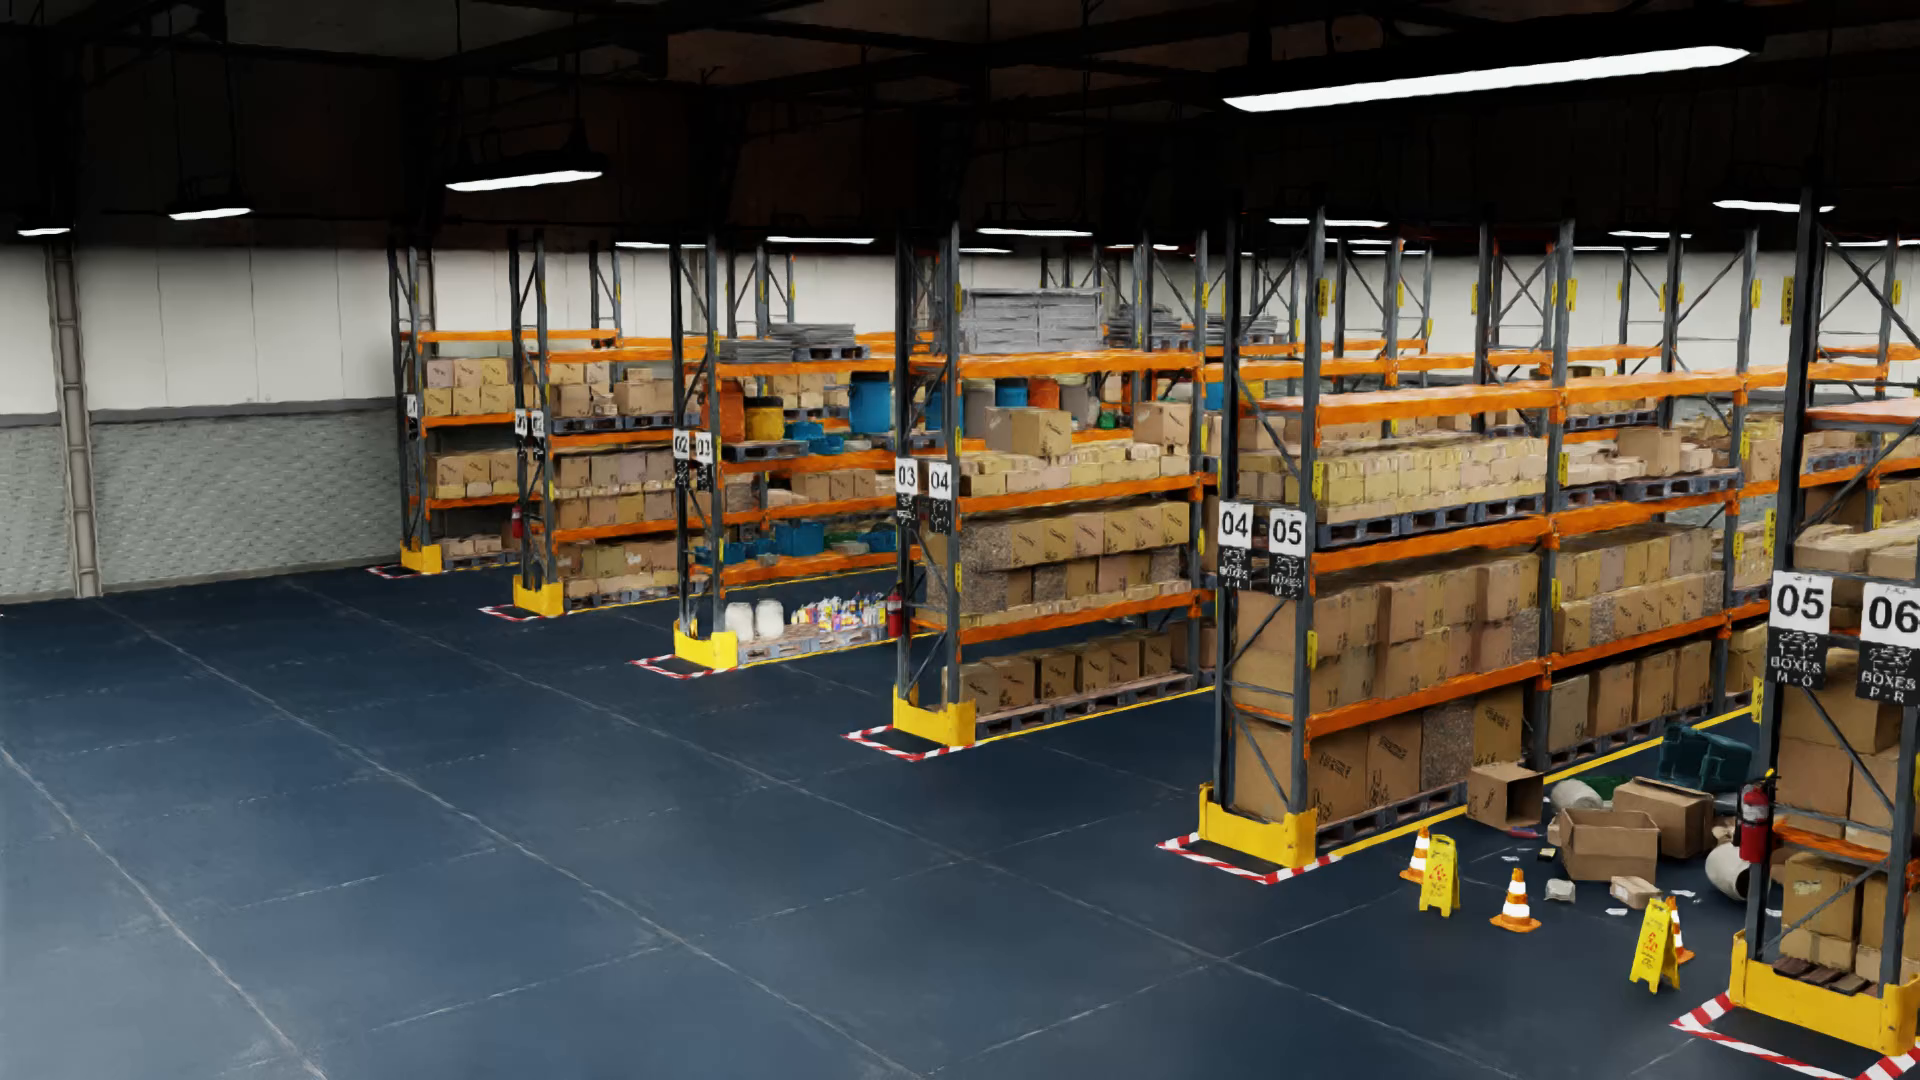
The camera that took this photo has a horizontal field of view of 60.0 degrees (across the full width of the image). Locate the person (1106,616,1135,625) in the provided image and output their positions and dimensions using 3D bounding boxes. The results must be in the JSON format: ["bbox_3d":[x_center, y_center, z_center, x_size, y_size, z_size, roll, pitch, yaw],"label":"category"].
[{"bbox_3d":[2.446,0.414,25.247,0.444,1.781,0.604,4,10,23],"label":"person"}]
